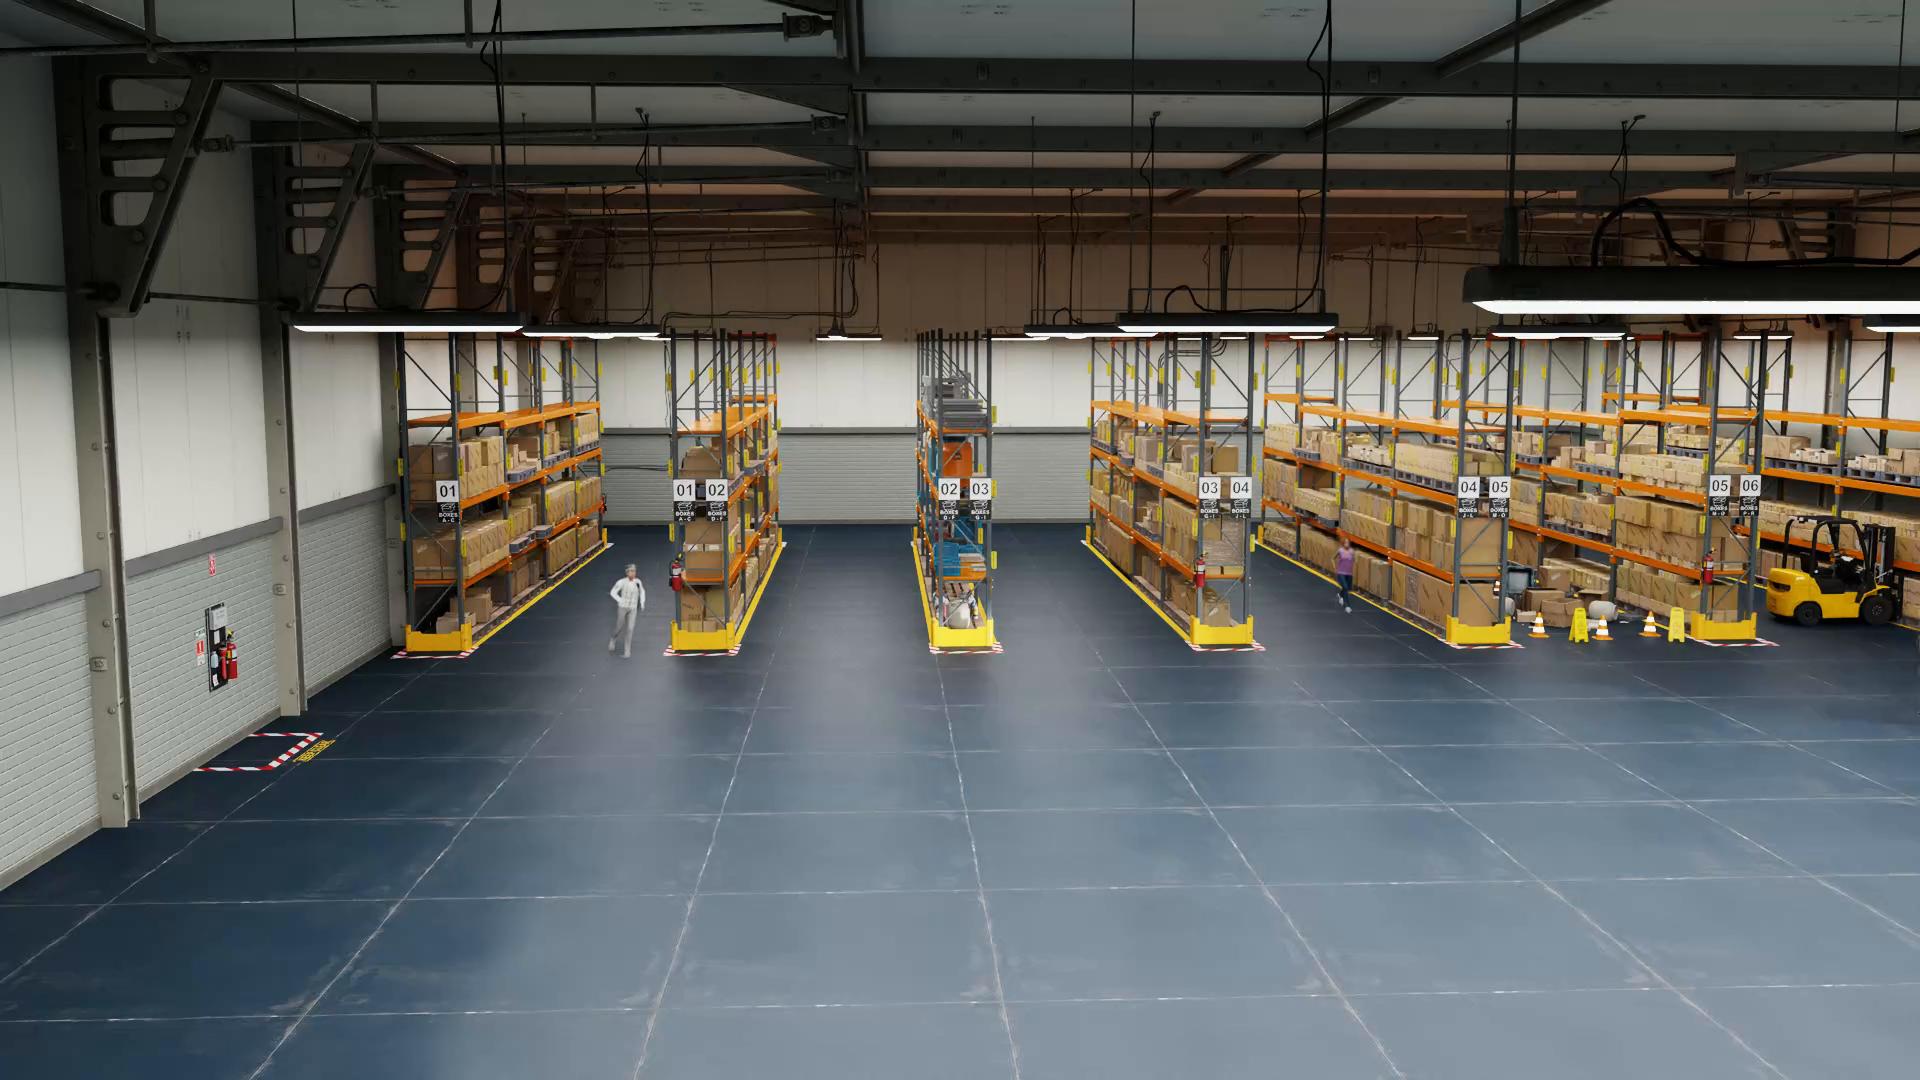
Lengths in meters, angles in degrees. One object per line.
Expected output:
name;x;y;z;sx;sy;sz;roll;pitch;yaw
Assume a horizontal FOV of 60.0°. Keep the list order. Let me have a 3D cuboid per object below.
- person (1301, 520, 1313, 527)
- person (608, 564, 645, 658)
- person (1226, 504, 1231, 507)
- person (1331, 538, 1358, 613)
person;10.108;-0.910;49.083;0.739;1.750;0.683;-1;7;-10
person;-6.112;1.271;30.704;0.676;1.667;0.923;-3;7;-23
person;7.569;-0.532;46.285;0.611;1.704;0.738;0;7;3
person;8.246;0.739;35.681;0.538;1.551;0.804;-1;7;-7
